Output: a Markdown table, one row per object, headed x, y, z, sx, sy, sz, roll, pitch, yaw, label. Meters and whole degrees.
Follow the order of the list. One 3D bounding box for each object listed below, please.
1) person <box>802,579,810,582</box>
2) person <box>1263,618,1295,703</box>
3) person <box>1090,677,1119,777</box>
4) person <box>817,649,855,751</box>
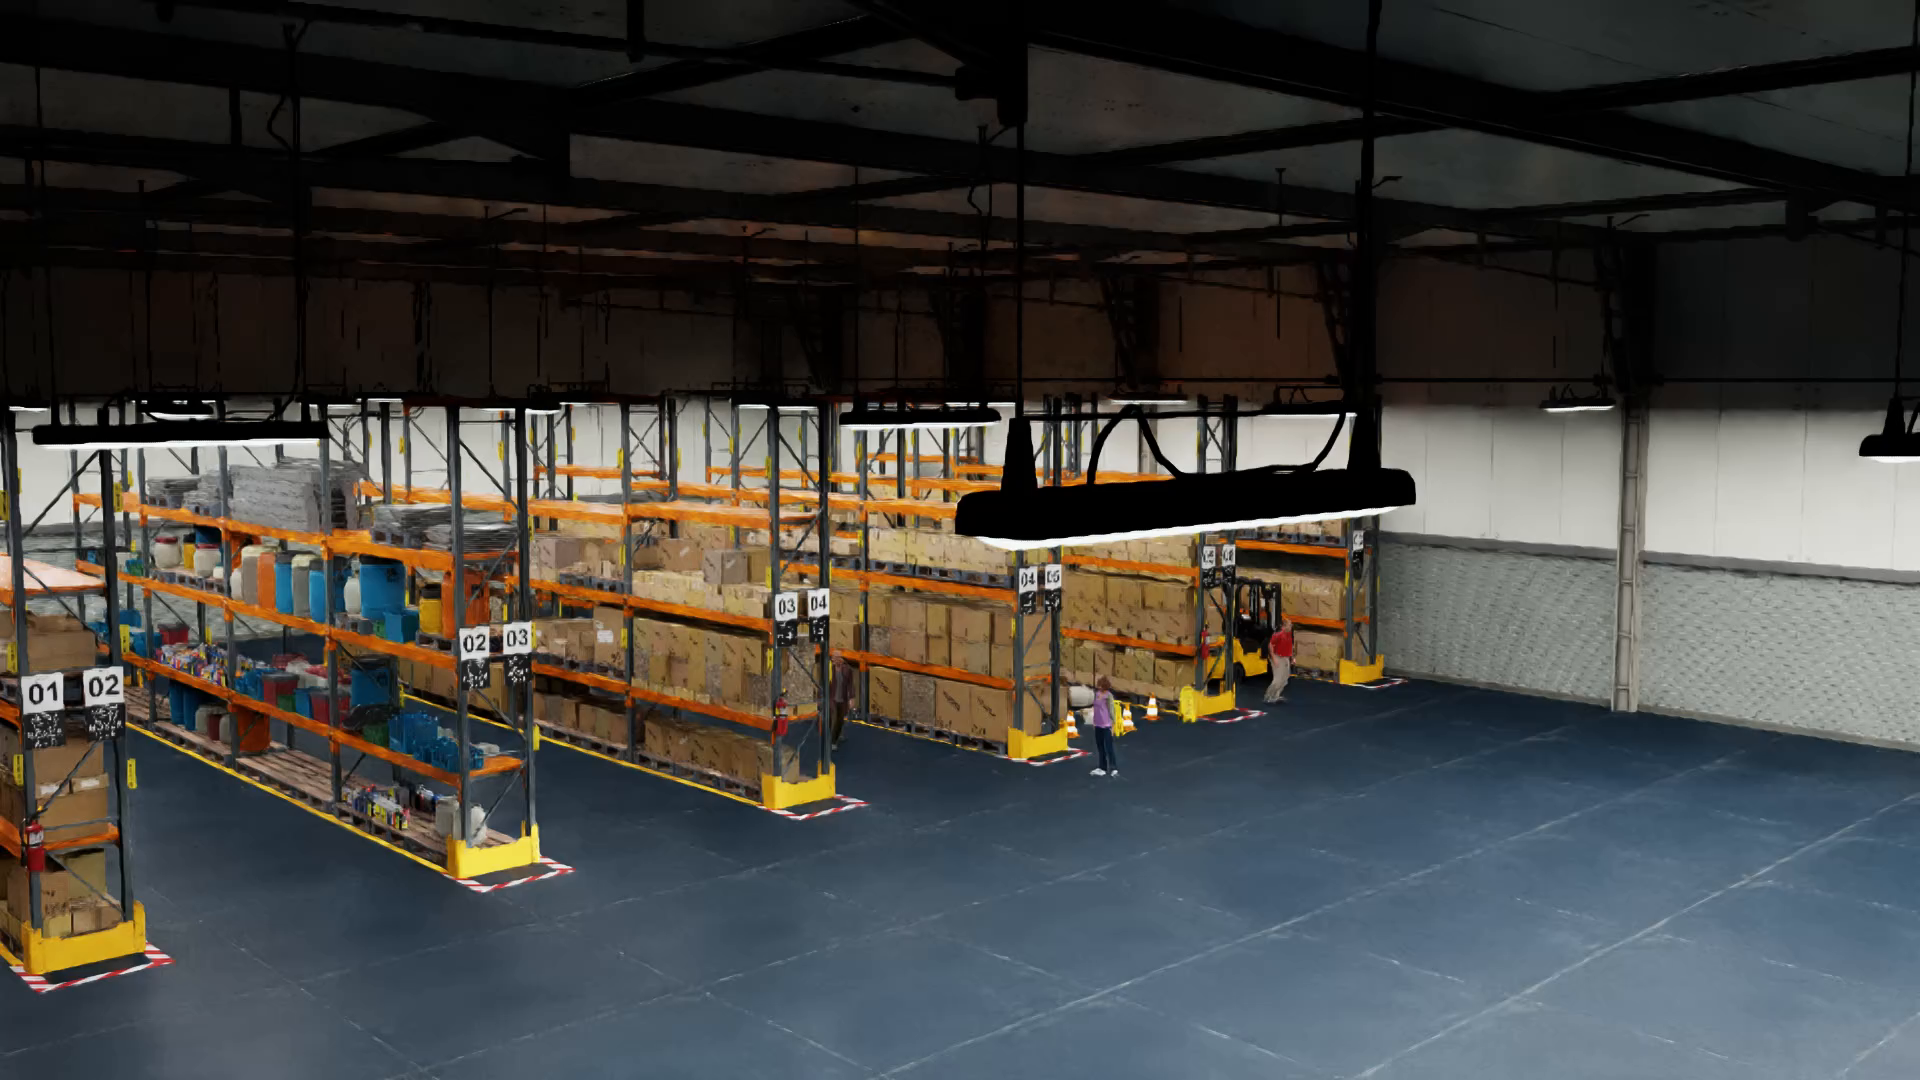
| x | y | z | sx | sy | sz | roll | pitch | yaw | label |
| --- | --- | --- | --- | --- | --- | --- | --- | --- | --- |
| -3.534 | 1.773 | 37.840 | 0.581 | 1.785 | 0.664 | -2 | 6 | -22 | person |
| 6.283 | 2.352 | 32.610 | 0.529 | 1.675 | 0.682 | 5 | 8 | 44 | person |
| 2.323 | 2.969 | 26.475 | 0.355 | 1.597 | 0.525 | -4 | 7 | -36 | person |
| -2.126 | 2.764 | 28.605 | 0.635 | 1.619 | 1.046 | -2 | 6 | -23 | person |
